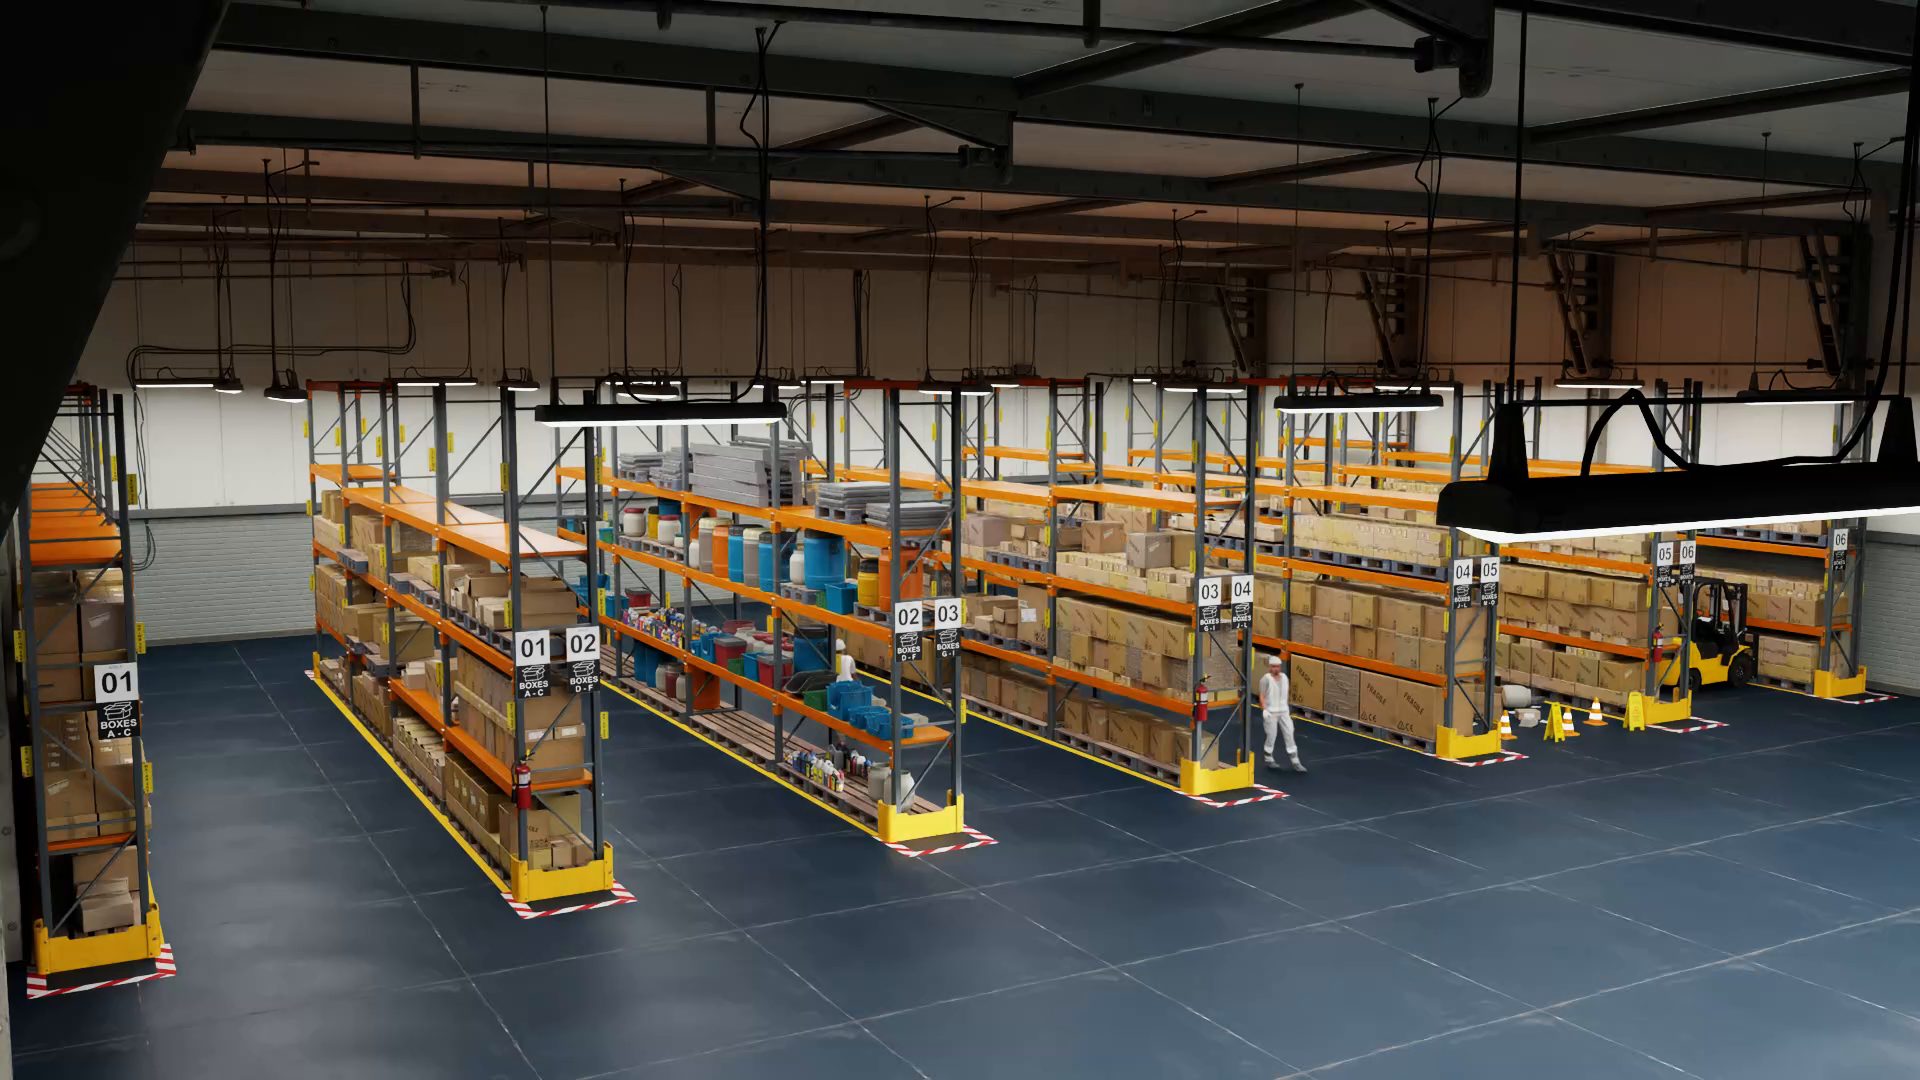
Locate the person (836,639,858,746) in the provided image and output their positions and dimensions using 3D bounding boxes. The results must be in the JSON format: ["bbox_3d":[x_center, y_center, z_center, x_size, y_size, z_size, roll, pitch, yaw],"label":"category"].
[{"bbox_3d":[-1.959,2.519,27.479,0.584,1.774,0.474,-1,6,-12],"label":"person"}]

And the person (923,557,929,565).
[{"bbox_3d":[-1.083,0.804,43.818,0.552,1.709,1.088,0,6,0],"label":"person"}]

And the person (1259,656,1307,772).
[{"bbox_3d":[4.969,2.702,25.766,0.602,1.779,0.790,-2,6,-15],"label":"person"}]
